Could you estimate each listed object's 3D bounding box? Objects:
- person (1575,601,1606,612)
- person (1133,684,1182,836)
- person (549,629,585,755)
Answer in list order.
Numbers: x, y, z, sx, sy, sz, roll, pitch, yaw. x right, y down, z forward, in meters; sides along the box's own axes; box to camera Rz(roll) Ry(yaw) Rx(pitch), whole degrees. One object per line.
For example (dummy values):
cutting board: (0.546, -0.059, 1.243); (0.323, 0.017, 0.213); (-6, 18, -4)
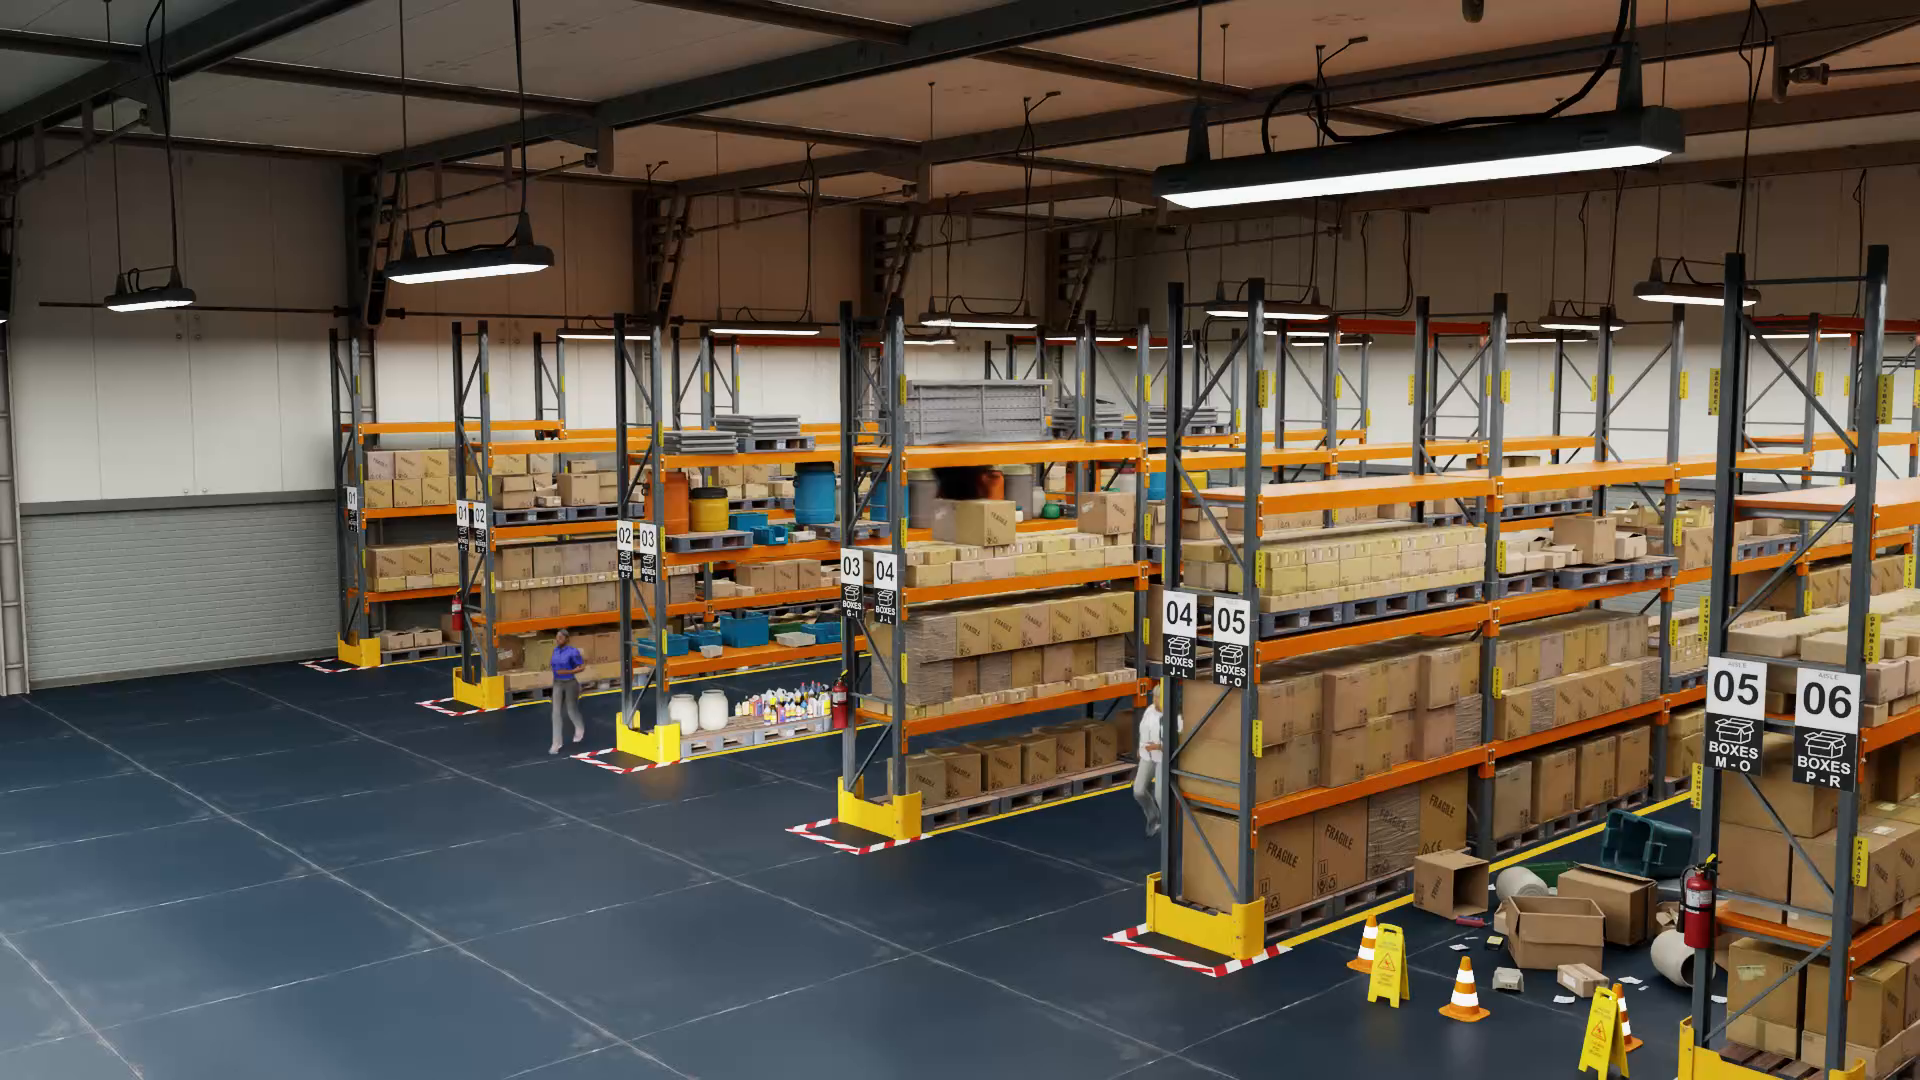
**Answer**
person: (9.901, 1.702, 26.182); (0.675, 1.804, 0.778); (4, 7, 35)
person: (2.103, 2.376, 17.784); (0.593, 1.674, 0.590); (4, 7, 37)
person: (-5.426, 2.076, 23.035); (0.562, 1.675, 0.867); (2, 6, 15)
